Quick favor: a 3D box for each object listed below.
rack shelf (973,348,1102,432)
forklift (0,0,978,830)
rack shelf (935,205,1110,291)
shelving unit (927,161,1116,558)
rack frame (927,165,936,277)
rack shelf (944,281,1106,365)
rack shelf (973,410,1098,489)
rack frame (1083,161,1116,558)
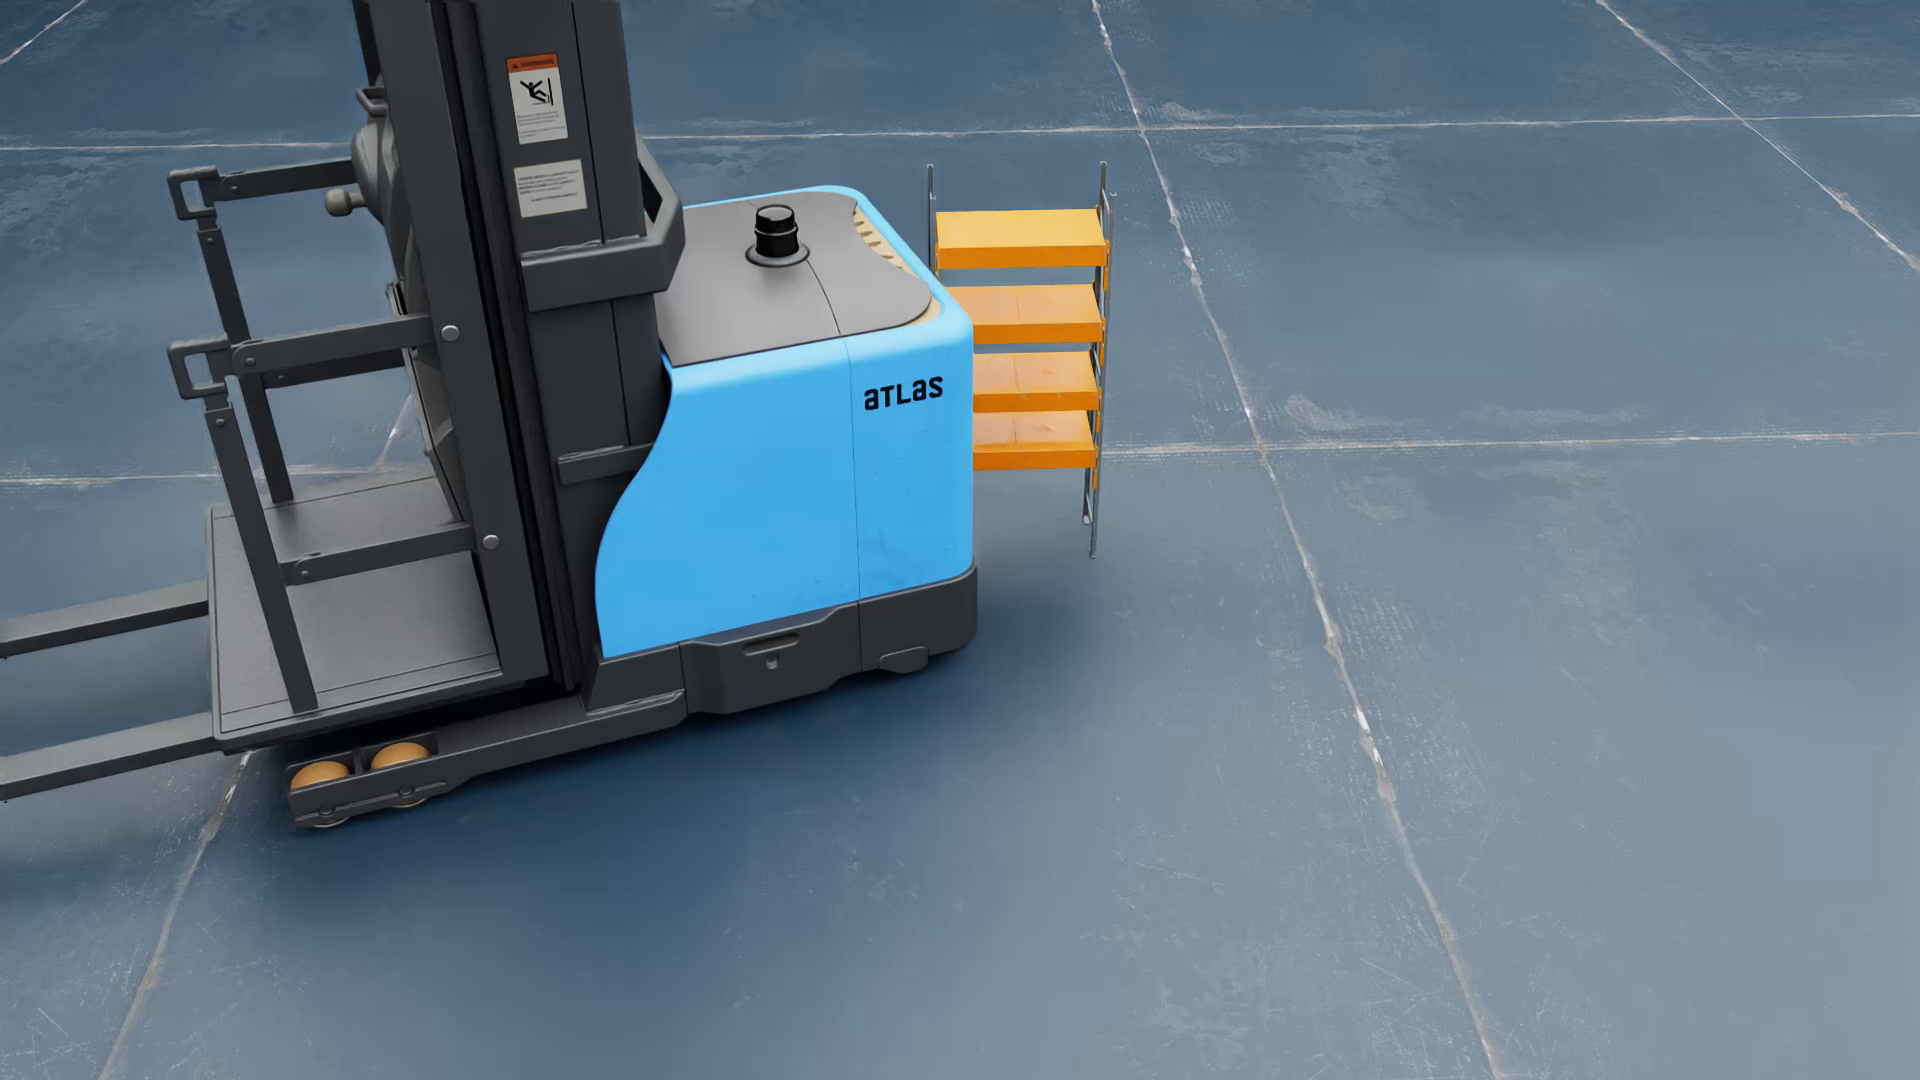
[{"bbox_3d":[0.165,-0.443,4.953,0.480,0.148,0.258,-2,35,-2],"label":"rack shelf"},{"bbox_3d":[-1.521,-0.821,3.860,3.031,2.935,1.130,-13,37,-18],"label":"forklift"},{"bbox_3d":[0.165,-0.821,4.691,0.480,0.148,0.258,-2,35,-2],"label":"rack shelf"},{"bbox_3d":[0.165,-0.498,4.915,0.503,1.200,0.258,-2,35,-2],"label":"shelving unit"},{"bbox_3d":[-0.078,-0.491,4.906,0.015,1.200,0.240,-2,35,-2],"label":"rack frame"},{"bbox_3d":[0.165,-0.626,4.826,0.480,0.148,0.258,-2,35,-2],"label":"rack shelf"},{"bbox_3d":[0.165,-0.279,5.066,0.480,0.148,0.258,-2,35,-2],"label":"rack shelf"},{"bbox_3d":[0.409,-0.504,4.925,0.015,1.200,0.240,-2,35,-2],"label":"rack frame"}]
